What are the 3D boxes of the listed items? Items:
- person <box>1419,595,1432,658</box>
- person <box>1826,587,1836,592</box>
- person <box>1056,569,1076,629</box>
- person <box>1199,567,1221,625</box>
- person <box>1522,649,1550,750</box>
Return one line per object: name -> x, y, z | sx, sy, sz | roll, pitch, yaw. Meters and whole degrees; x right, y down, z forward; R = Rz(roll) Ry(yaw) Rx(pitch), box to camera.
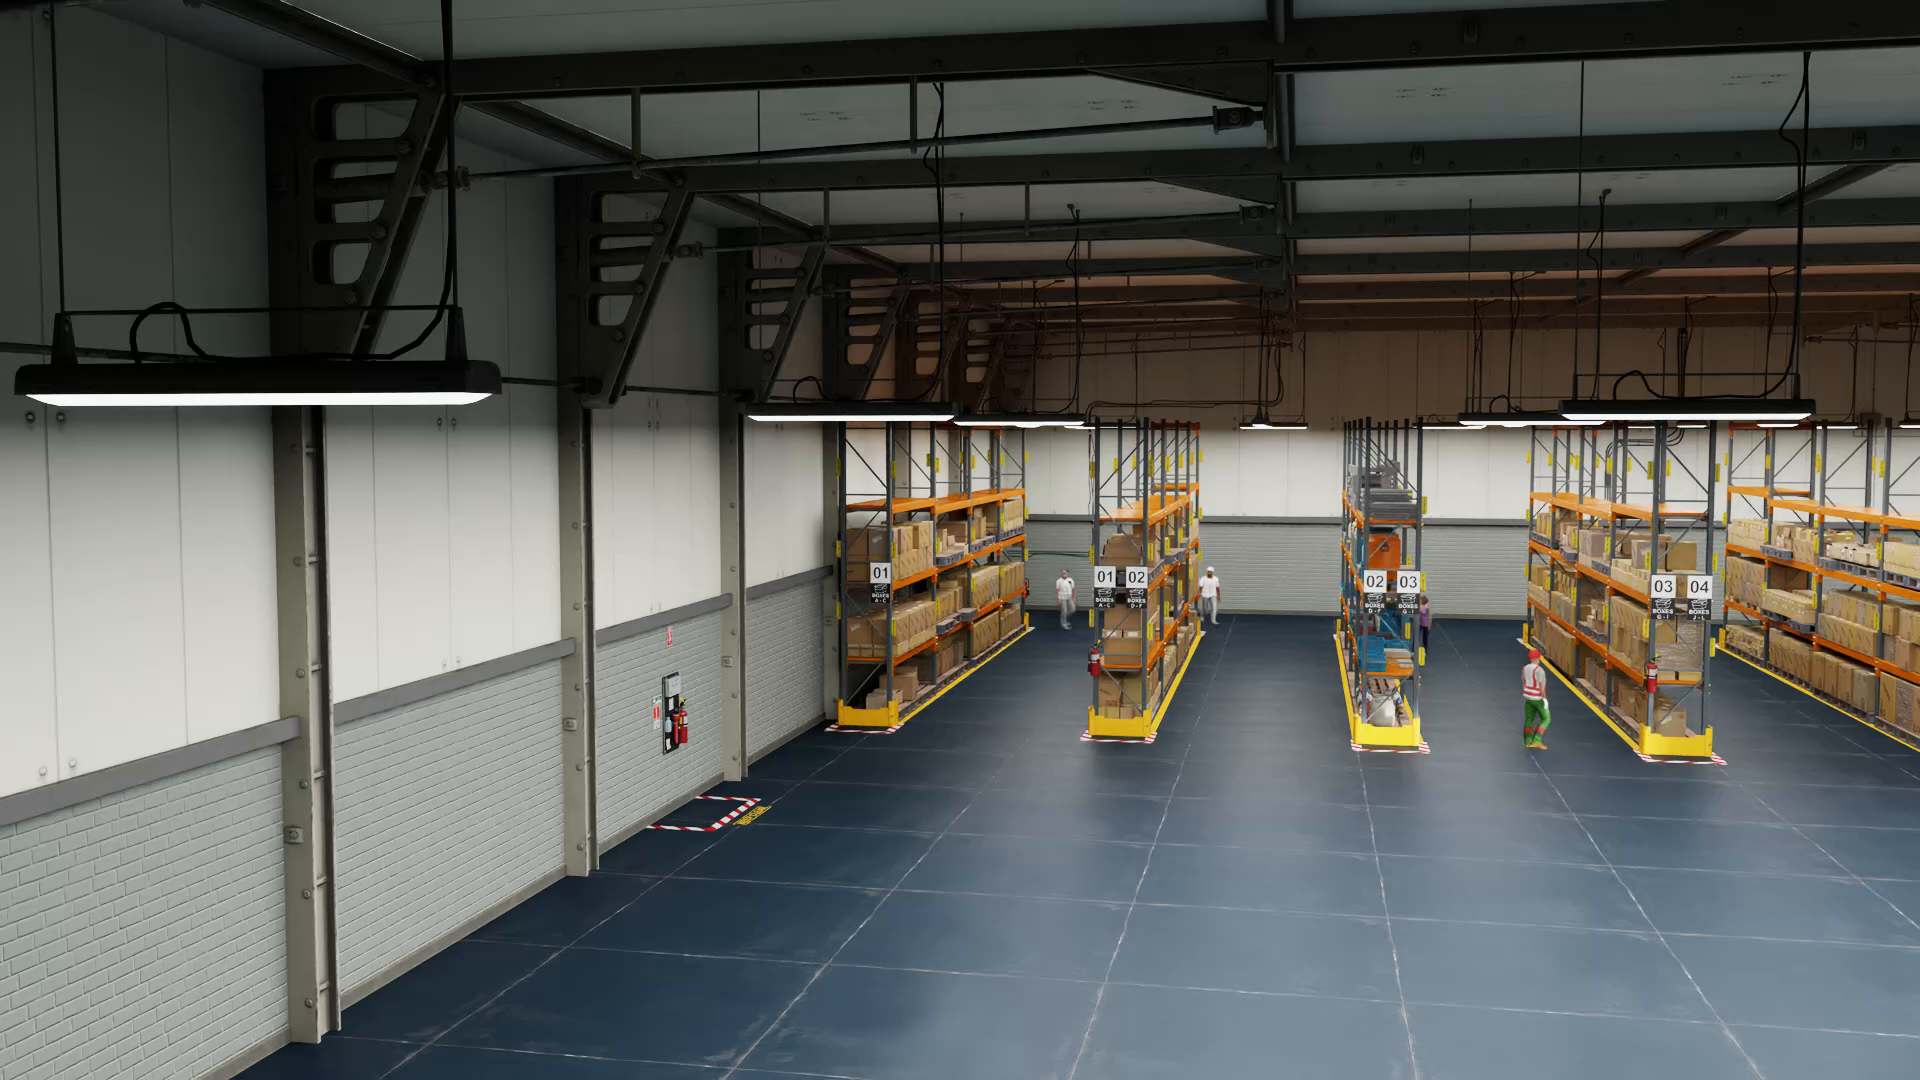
person -> 11.757, 2.199, 42.241 | 0.457, 1.606, 0.435 | 3, 5, 39
person -> 22.848, 2.040, 43.752 | 0.601, 1.624, 0.980 | -4, 5, -44
person -> 3.075, 1.704, 48.180 | 0.557, 1.756, 0.486 | -2, 4, -33
person -> 7.427, 1.661, 49.467 | 0.684, 1.735, 0.975 | -1, 4, -9
person -> 10.409, 2.871, 30.071 | 0.378, 1.792, 0.630 | -1, 4, -20
